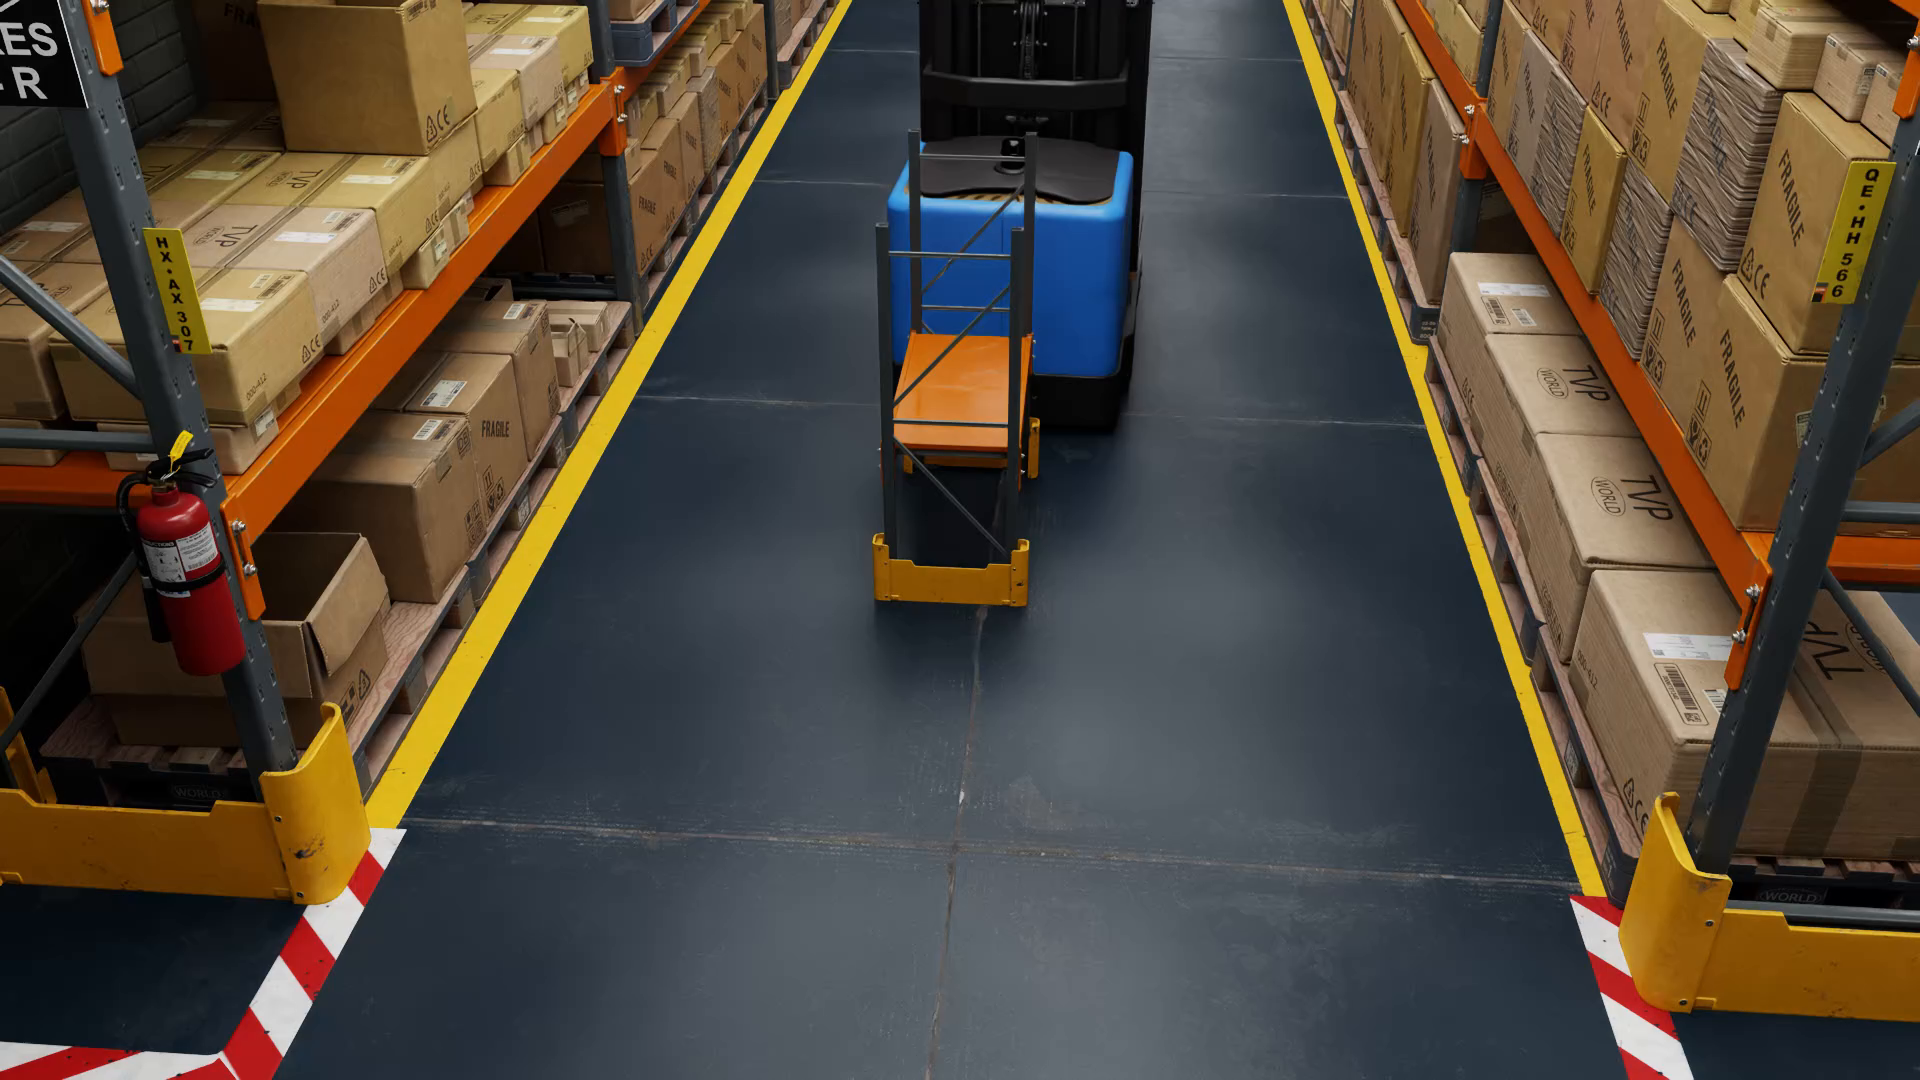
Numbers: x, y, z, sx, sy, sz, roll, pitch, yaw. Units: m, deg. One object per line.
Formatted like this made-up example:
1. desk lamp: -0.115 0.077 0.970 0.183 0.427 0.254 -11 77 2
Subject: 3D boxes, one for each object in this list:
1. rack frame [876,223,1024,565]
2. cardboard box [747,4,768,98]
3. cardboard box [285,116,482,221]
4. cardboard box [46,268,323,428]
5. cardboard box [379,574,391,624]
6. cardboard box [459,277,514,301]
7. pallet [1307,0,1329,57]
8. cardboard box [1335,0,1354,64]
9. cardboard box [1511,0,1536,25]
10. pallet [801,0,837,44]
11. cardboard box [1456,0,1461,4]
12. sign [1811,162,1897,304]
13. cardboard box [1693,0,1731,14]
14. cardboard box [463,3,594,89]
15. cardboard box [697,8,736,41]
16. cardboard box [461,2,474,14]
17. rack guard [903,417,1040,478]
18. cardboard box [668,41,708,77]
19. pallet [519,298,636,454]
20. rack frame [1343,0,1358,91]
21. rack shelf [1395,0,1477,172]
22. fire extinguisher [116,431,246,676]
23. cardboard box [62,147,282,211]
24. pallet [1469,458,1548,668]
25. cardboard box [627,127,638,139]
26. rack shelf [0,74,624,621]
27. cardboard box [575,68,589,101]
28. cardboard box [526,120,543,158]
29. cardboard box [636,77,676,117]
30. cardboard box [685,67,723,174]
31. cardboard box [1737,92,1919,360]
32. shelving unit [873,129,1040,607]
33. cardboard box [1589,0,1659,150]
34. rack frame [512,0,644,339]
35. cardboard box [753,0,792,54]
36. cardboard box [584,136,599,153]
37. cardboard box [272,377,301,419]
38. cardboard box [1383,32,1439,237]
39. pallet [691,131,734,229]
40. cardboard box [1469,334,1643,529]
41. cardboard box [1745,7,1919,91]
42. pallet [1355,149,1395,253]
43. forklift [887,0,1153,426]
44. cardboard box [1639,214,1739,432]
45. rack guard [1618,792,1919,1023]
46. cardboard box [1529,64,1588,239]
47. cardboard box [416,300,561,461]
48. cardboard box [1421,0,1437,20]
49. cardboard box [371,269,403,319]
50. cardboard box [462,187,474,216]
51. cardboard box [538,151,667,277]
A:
1. rack frame: -0.034 -0.417 5.998 0.500 1.500 0.032 2 32 4
2. cardboard box: -1.614 -3.324 11.267 0.500 0.500 0.500 3 32 5
3. cardboard box: -2.040 -1.342 5.928 0.500 0.250 0.500 2 32 3
4. cardboard box: -2.140 -0.545 4.635 0.500 0.250 0.500 3 32 4
5. cardboard box: -2.227 0.242 5.815 0.380 0.149 0.250 1 32 2
6. cardboard box: -2.409 -1.047 7.752 0.500 0.311 0.500 4 32 6
7. pallet: 3.321 -4.087 13.181 1.003 0.211 1.213 2 32 4
8. cardboard box: 3.210 -3.585 11.812 0.950 0.372 0.625 0 32 1
9. cardboard box: 2.548 -2.368 6.685 0.500 0.500 0.500 3 32 4
10. pallet: -1.586 -4.318 13.555 1.003 0.211 1.213 2 32 4
11. cardboard box: 2.655 -2.790 8.084 0.500 0.250 0.500 3 32 5
12. sign: 1.963 -0.671 3.650 0.100 0.325 0.005 2 32 4
13. cardboard box: 2.381 -1.657 4.913 0.380 0.149 0.250 3 32 5
14. cardboard box: -1.918 -2.134 7.214 0.500 0.250 0.500 3 32 5
15. cardboard box: -1.638 -3.282 10.580 0.380 0.149 0.250 1 32 2
16. cardboard box: -2.429 -2.164 7.261 0.500 0.250 0.500 2 32 3
17. rack guard: 0.047 -0.407 7.172 0.587 0.250 0.087 2 32 4
18. cardboard box: -1.717 -2.869 9.911 0.380 0.149 0.250 1 32 2
19. pallet: -2.176 -0.802 7.850 1.003 0.211 1.213 2 32 4
20. rack frame: 3.154 -4.230 10.754 1.000 3.000 0.127 2 32 4
21. rack shelf: 2.991 -2.878 9.246 1.077 0.370 4.000 2 32 4
22. fire extinguisher: -1.996 0.032 4.269 0.296 0.674 0.183 2 32 4
23. cardboard box: -2.584 -1.100 5.535 0.500 0.250 0.500 3 32 6
24. pallet: 2.591 0.083 6.414 1.003 0.211 1.213 2 32 4
25. cardboard box: -1.880 -2.063 8.603 0.380 0.149 0.250 2 32 3
26. rack shelf: -2.282 -0.996 6.193 1.077 0.370 4.000 2 32 4
27. cardboard box: -1.894 -2.064 7.479 0.380 0.149 0.250 3 32 5
28. cardboard box: -1.939 -1.654 6.814 0.380 0.149 0.250 3 32 5
29. cardboard box: -1.804 -2.471 9.265 0.380 0.149 0.250 2 32 4
30. cardboard box: -1.729 -2.517 9.957 0.500 0.500 0.500 1 32 2
31. cardboard box: 2.304 -0.777 4.103 0.500 0.500 0.500 3 32 6
32. shelving unit: 0.006 -0.678 6.421 0.587 1.500 1.083 2 32 4
33. cardboard box: 2.404 -1.573 5.395 0.500 0.500 0.500 2 32 4
34. rack frame: -2.119 -2.348 7.701 1.000 3.000 0.127 2 32 4
35. cardboard box: -1.729 -3.933 12.136 0.875 0.625 0.625 3 32 6
36. cardboard box: -1.885 -2.044 8.289 0.380 0.149 0.250 2 32 3
37. cardboard box: -2.170 -0.445 4.852 0.380 0.149 0.250 3 32 5
38. cardboard box: 2.865 -2.213 9.106 0.875 0.875 0.875 3 32 5
39. pallet: -1.994 -2.228 10.164 1.003 0.211 1.213 2 32 4
40. cardboard box: 2.598 -0.434 6.638 0.875 0.438 0.875 2 32 3
41. cardboard box: 2.266 -1.259 4.268 0.380 0.149 0.250 2 32 4
42. pallet: 2.913 -1.997 9.790 1.003 0.211 1.213 2 32 4
43. forklift: 0.386 -2.513 8.035 1.130 2.935 3.031 4 32 7
44. cardboard box: 2.334 -0.614 4.793 0.500 0.500 0.500 2 32 3
45. rack guard: 2.500 1.030 4.602 1.175 0.500 0.348 2 32 4
46. cardboard box: 2.437 -1.424 6.106 0.500 0.500 0.500 3 32 4
47. cardboard box: -2.108 -0.675 6.969 0.700 0.500 0.500 1 32 2
48. cardboard box: 2.716 -2.849 8.657 0.500 0.250 0.500 2 32 3
49. cardboard box: -2.086 -0.852 5.514 0.380 0.149 0.250 3 32 5
50. cardboard box: -2.037 -1.258 6.171 0.380 0.149 0.250 2 32 4
51. cardboard box: -1.856 -1.706 8.642 0.500 0.500 0.500 4 32 6
